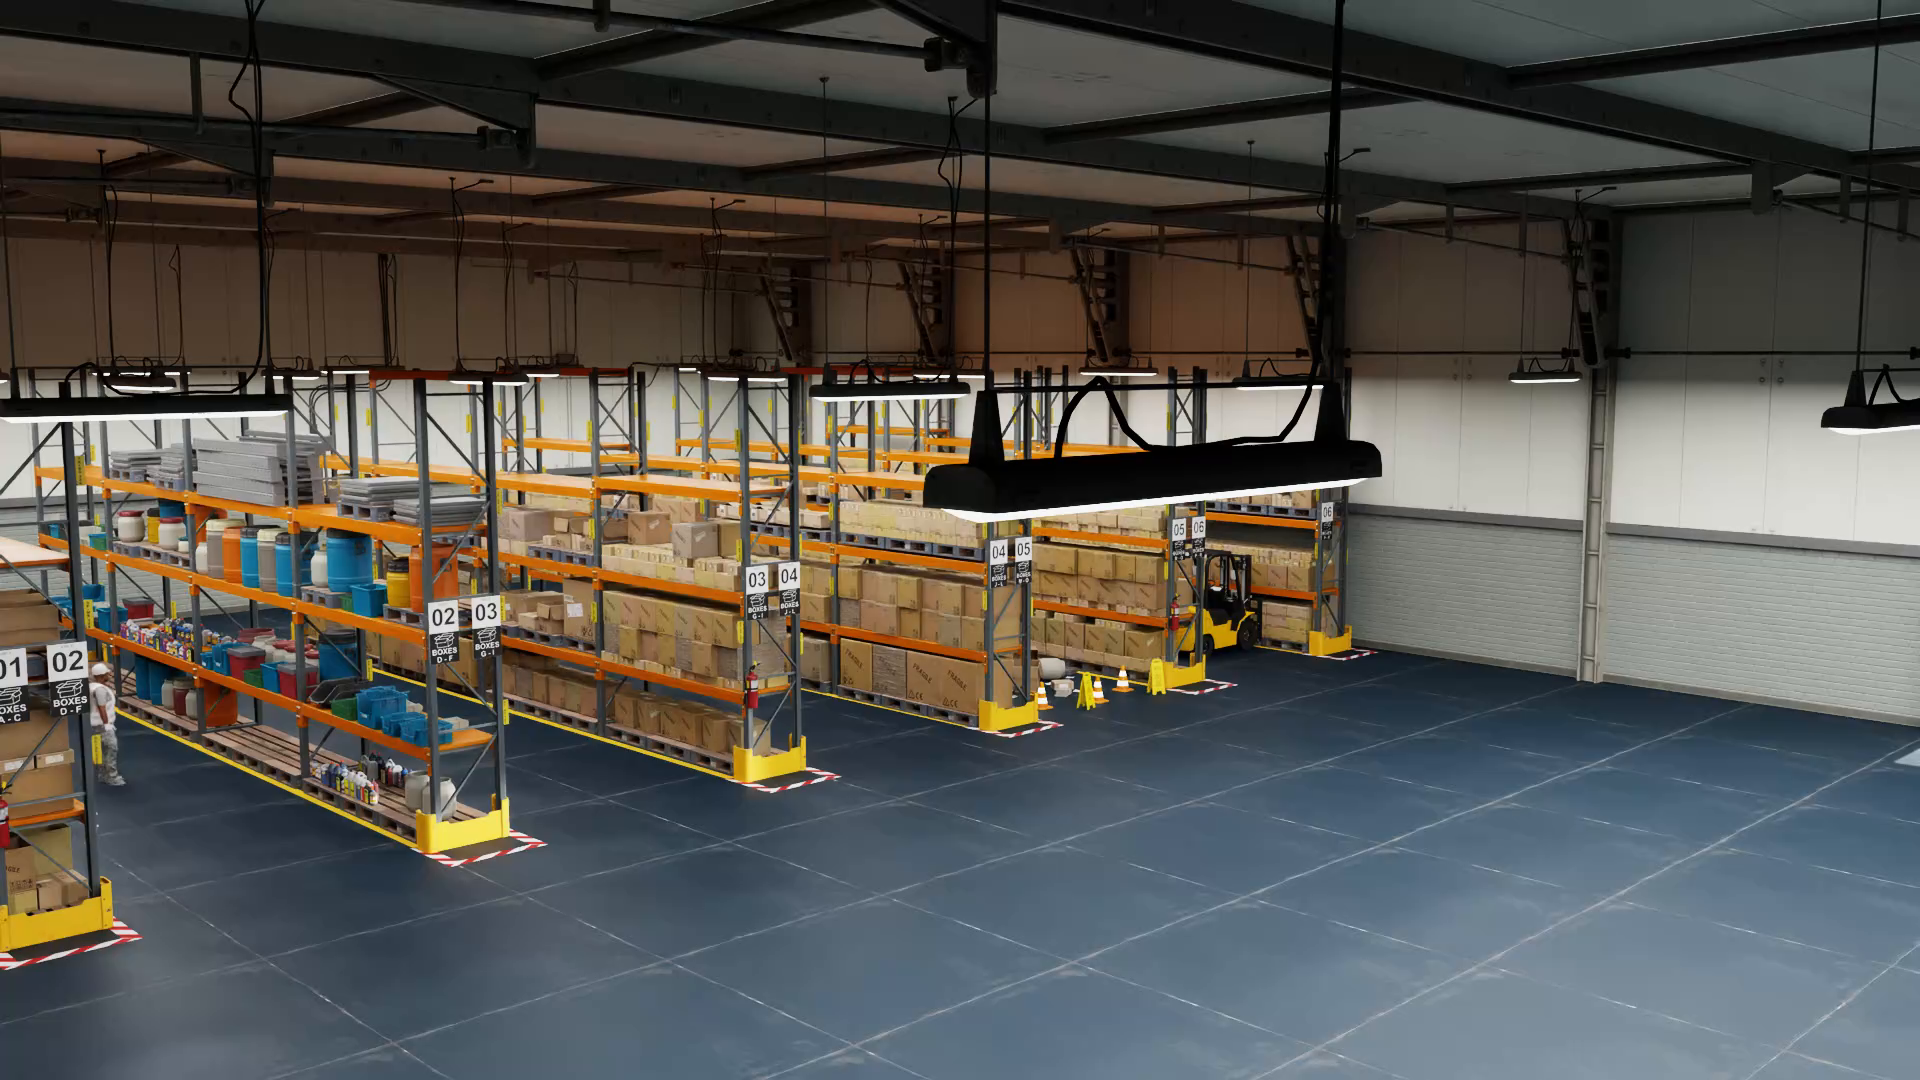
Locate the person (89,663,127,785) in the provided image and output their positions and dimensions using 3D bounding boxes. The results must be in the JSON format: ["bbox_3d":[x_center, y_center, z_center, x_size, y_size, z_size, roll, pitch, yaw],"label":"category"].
[{"bbox_3d":[-12.540,2.721,24.493,0.552,1.833,0.563,-2,7,-16],"label":"person"}]
